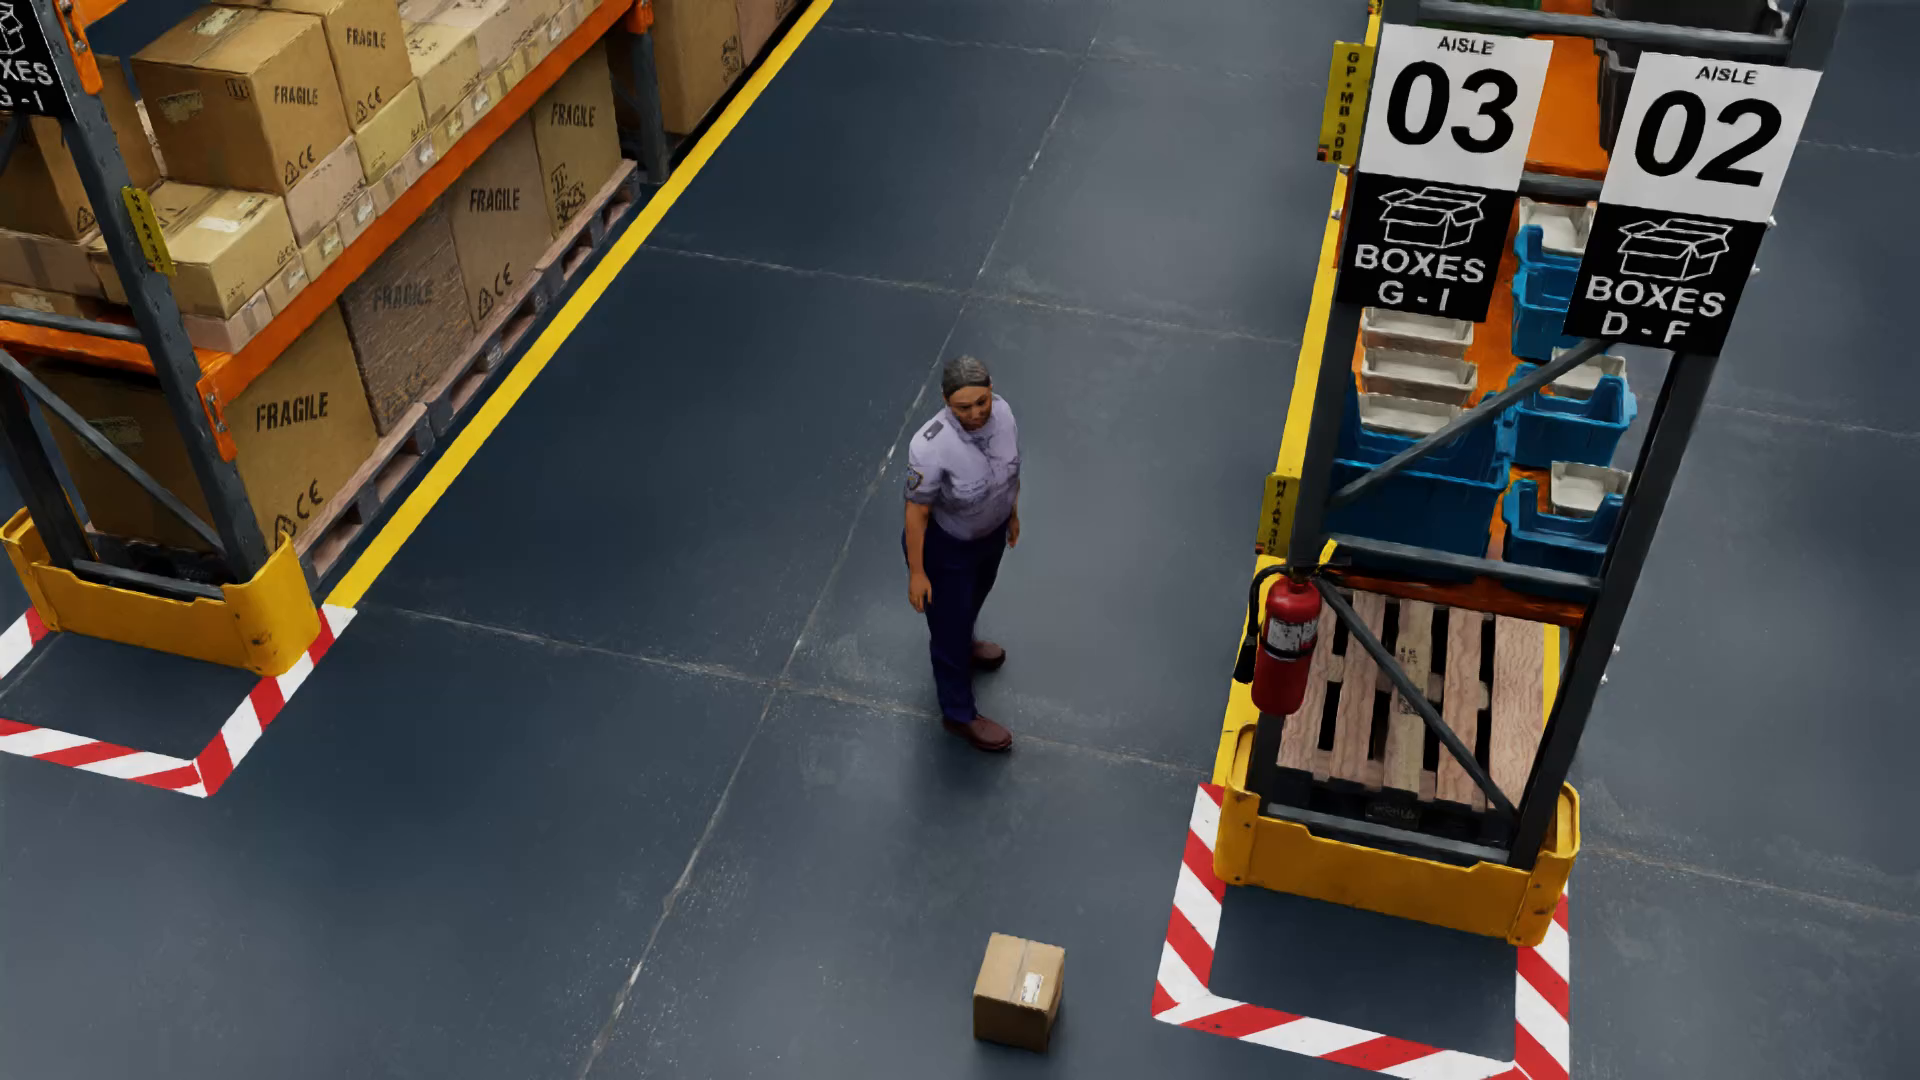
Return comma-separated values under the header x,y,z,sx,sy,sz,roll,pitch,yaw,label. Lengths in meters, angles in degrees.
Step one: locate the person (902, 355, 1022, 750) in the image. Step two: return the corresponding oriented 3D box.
x,y,z,sx,sy,sz,roll,pitch,yaw,label
0.041,0.029,6.106,0.557,1.643,0.599,28,48,28,person
